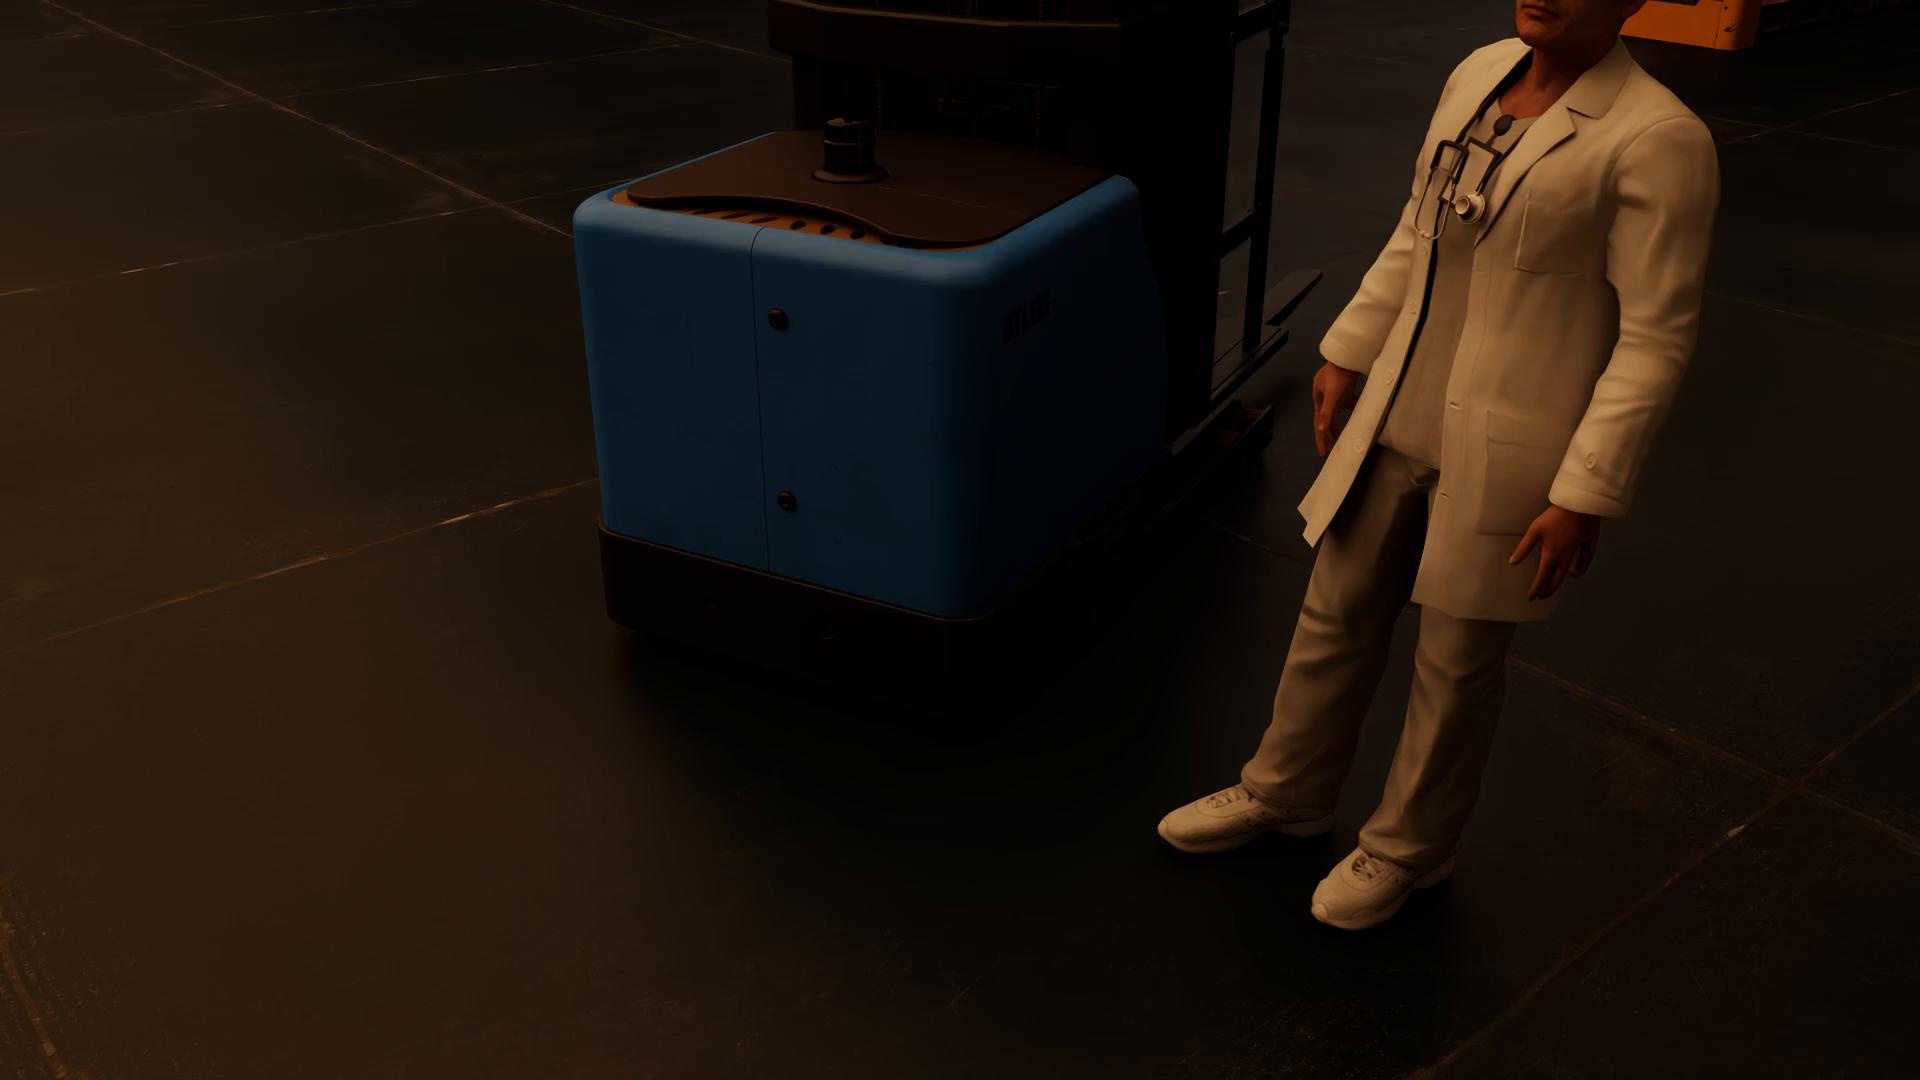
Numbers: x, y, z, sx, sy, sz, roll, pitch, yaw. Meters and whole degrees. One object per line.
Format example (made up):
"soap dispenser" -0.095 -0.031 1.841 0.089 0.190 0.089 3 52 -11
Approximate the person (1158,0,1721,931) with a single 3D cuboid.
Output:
"person" 0.775 -0.138 2.764 0.580 1.775 0.695 -13 29 -24

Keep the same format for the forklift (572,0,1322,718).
"forklift" 0.285 -1.552 4.331 1.130 2.935 3.031 13 29 25
